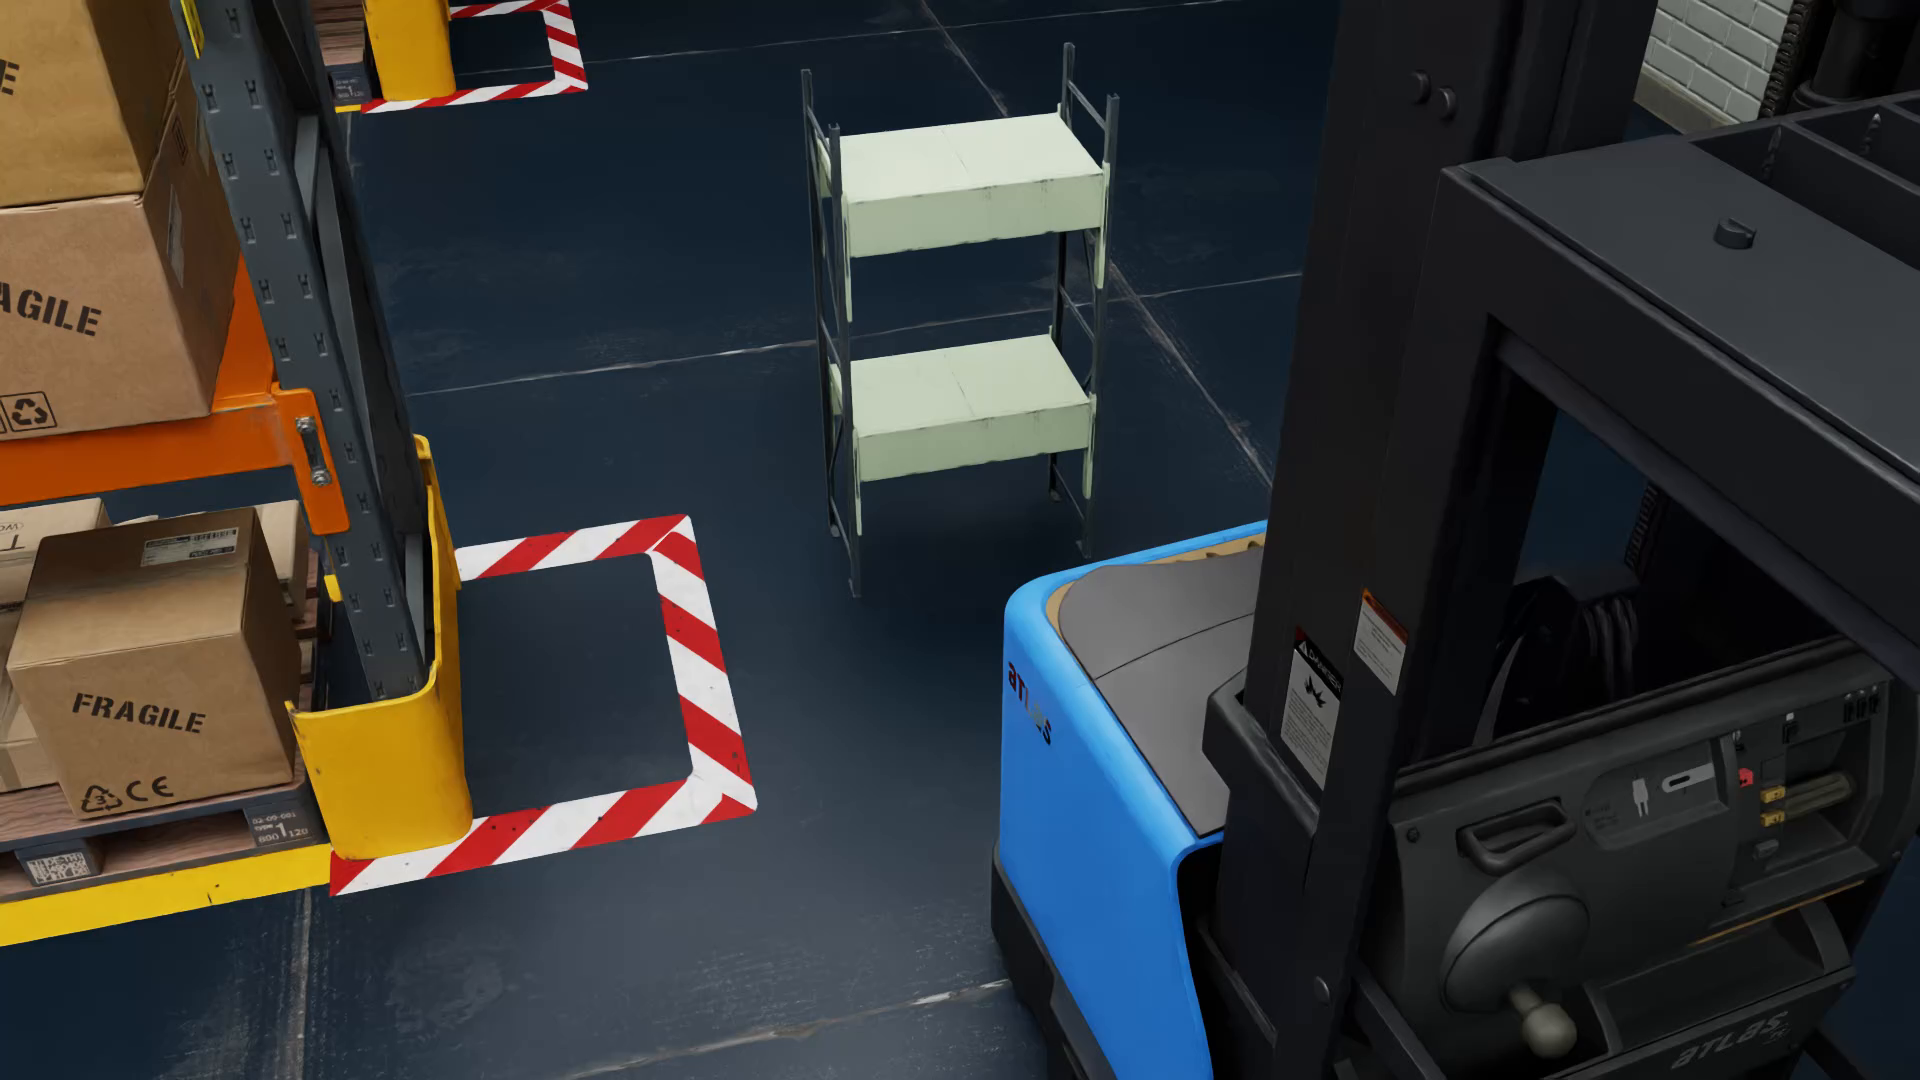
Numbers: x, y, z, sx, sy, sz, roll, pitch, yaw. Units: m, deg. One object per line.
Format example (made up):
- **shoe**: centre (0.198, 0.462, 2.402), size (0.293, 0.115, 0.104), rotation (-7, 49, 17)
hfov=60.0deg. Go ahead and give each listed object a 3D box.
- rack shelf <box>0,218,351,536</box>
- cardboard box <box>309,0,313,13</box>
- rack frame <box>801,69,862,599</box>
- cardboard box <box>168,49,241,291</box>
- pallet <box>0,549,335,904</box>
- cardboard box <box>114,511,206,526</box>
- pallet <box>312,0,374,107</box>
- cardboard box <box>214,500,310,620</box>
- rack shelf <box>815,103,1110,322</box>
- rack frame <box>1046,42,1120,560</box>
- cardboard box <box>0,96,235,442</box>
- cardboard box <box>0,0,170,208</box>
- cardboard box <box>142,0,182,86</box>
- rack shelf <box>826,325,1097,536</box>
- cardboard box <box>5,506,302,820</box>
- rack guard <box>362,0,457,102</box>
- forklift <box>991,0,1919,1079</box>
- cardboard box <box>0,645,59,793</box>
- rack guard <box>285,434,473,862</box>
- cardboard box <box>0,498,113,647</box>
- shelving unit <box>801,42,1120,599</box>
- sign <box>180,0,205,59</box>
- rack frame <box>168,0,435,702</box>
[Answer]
- **rack shelf**: centre (-3.419, -0.151, 3.571), size (4.000, 0.370, 1.077), rotation (-9, 38, -12)
- **cardboard box**: centre (-3.433, -2.663, 7.975), size (0.500, 0.500, 0.700), rotation (-9, 38, -12)
- **rack frame**: centre (-0.360, -0.537, 4.717), size (0.023, 1.500, 0.400), rotation (-9, 38, -12)
- **cardboard box**: centre (-1.986, -0.878, 3.847), size (0.500, 0.500, 0.500), rotation (-9, 38, -11)
- **pallet**: centre (-2.331, 0.493, 4.433), size (1.213, 0.211, 1.003), rotation (-9, 38, -12)
- **cardboard box**: centre (-2.224, 0.101, 4.619), size (0.250, 0.166, 0.380), rotation (-9, 38, -12)
- **pallet**: centre (-3.535, -2.379, 8.186), size (1.213, 0.211, 1.003), rotation (-9, 38, -12)
- **cardboard box**: centre (-1.983, 0.068, 4.676), size (0.250, 0.149, 0.380), rotation (-9, 38, -12)
- **rack shelf**: centre (-0.006, -0.905, 4.556), size (0.720, 0.370, 0.431), rotation (-9, 38, -12)
- **rack frame**: centre (0.347, -0.653, 4.869), size (0.023, 1.500, 0.400), rotation (-9, 38, -12)
- **cardboard box**: centre (-1.850, -0.563, 3.435), size (0.500, 0.500, 0.500), rotation (-8, 38, -11)
- **cardboard box**: centre (-1.847, -0.959, 3.130), size (0.500, 0.500, 0.500), rotation (-10, 38, -12)
- **cardboard box**: centre (-1.986, -1.275, 3.543), size (0.500, 0.500, 0.500), rotation (-8, 38, -11)
- **rack shelf**: centre (-0.006, -0.336, 4.991), size (0.720, 0.370, 0.431), rotation (-9, 38, -12)
- **cardboard box**: centre (-1.949, 0.295, 4.091), size (0.500, 0.500, 0.500), rotation (-9, 38, -12)
- **rack guard**: centre (-2.761, -2.670, 8.329), size (0.348, 0.500, 1.175), rotation (-9, 38, -12)
- **forklift**: centre (1.087, 0.502, 2.182), size (1.130, 2.935, 3.031), rotation (-14, 39, -17)
- **cardboard box**: centre (-2.364, 0.439, 4.178), size (0.250, 0.166, 0.380), rotation (-9, 38, -12)
- **rack guard**: centre (-1.562, 0.251, 4.511), size (0.348, 0.500, 1.175), rotation (-9, 38, -12)
- **cardboard box**: centre (-2.570, 0.162, 4.470), size (0.500, 0.250, 0.500), rotation (-9, 38, -12)
- **shelving unit**: centre (-0.006, -0.595, 4.793), size (0.755, 1.500, 0.431), rotation (-9, 38, -12)
- **sign**: centre (-1.363, -1.011, 2.889), size (0.005, 0.325, 0.100), rotation (-9, 38, -12)
- **rack frame**: centre (-1.489, -0.754, 3.767), size (0.127, 3.000, 1.000), rotation (-9, 38, -12)
